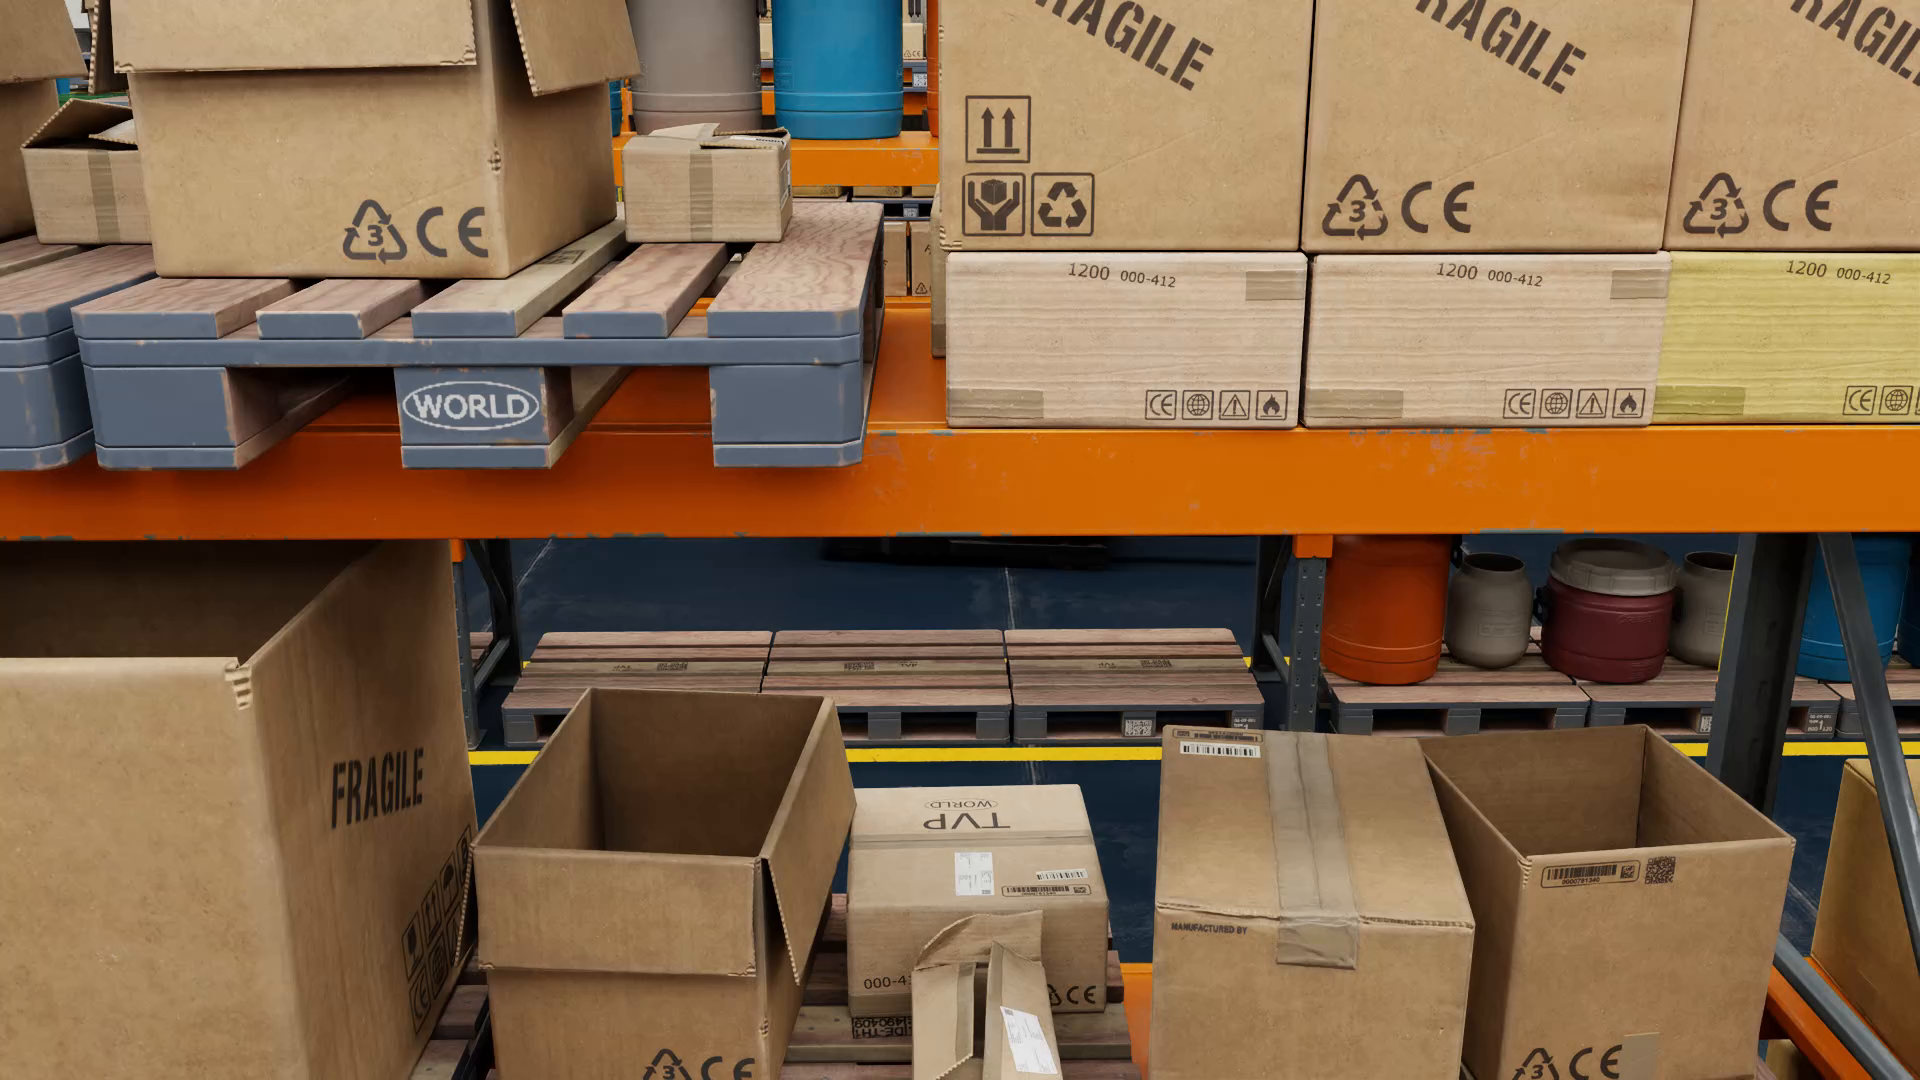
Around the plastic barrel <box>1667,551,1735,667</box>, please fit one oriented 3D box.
[{"bbox_3d":[3.806,0.349,8.435,0.421,0.512,0.421,0,18,0],"label":"plastic barrel"}]

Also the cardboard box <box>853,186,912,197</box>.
[{"bbox_3d":[-0.805,-3.862,17.291,0.500,0.500,0.700,2,18,7],"label":"cardboard box"}]

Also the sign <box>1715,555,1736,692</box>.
[{"bbox_3d":[1.691,0.199,3.621,0.005,0.325,0.100,0,18,-1],"label":"sign"}]

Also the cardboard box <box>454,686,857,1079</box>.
[{"bbox_3d":[-0.565,0.653,3.243,0.637,0.503,0.797,2,18,5],"label":"cardboard box"}]

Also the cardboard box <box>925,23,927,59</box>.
[{"bbox_3d":[0.002,-3.636,12.118,0.500,0.250,0.500,-1,18,-2],"label":"cardboard box"}]

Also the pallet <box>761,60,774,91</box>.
[{"bbox_3d":[-1.567,-3.432,12.238,1.217,0.209,0.805,-1,18,-3],"label":"pallet"}]

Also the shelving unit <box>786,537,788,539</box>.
[{"bbox_3d":[-1.022,-0.533,10.990,0.252,1.050,0.215,2,18,5],"label":"shelving unit"}]

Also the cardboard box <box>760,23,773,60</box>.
[{"bbox_3d":[-1.284,-3.647,12.152,0.500,0.250,0.500,-2,18,-6],"label":"cardboard box"}]

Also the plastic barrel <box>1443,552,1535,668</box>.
[{"bbox_3d":[2.677,0.354,8.418,0.421,0.512,0.421,0,18,0],"label":"plastic barrel"}]

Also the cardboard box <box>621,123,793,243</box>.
[{"bbox_3d":[-0.423,-0.617,2.846,0.250,0.166,0.380,-1,18,-2],"label":"cardboard box"}]

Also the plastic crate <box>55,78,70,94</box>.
[{"bbox_3d":[-4.472,-2.076,7.724,0.575,0.384,0.392,0,18,-1],"label":"plastic crate"}]

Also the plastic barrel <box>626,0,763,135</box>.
[{"bbox_3d":[-1.216,-2.312,7.614,0.600,0.901,0.600,0,18,0],"label":"plastic barrel"}]

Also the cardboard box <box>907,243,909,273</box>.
[{"bbox_3d":[-0.336,-2.988,17.596,0.500,0.250,0.500,0,18,-1],"label":"cardboard box"}]

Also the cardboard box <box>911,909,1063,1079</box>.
[{"bbox_3d":[0.040,0.874,2.943,0.258,0.266,0.396,-1,18,-2],"label":"cardboard box"}]

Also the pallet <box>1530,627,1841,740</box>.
[{"bbox_3d":[3.629,0.713,8.478,1.213,0.211,1.003,0,18,-1],"label":"pallet"}]

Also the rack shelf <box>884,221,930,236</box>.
[{"bbox_3d":[-0.531,-3.266,17.497,4.000,0.370,1.077,0,18,-1],"label":"rack shelf"}]

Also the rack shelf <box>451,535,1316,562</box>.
[{"bbox_3d":[-0.375,-0.241,8.065,4.000,0.370,1.077,0,18,-1],"label":"rack shelf"}]

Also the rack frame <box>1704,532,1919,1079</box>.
[{"bbox_3d":[1.703,0.920,3.269,0.127,3.000,1.000,0,18,-1],"label":"rack frame"}]

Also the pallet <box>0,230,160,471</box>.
[{"bbox_3d":[-1.677,-0.370,2.687,1.003,0.211,1.213,0,18,-1],"label":"pallet"}]

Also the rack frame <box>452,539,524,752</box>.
[{"bbox_3d":[-2.375,-0.574,7.925,0.127,3.000,1.000,0,18,-1],"label":"rack frame"}]

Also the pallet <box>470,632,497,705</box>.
[{"bbox_3d":[-3.047,0.745,8.380,1.213,0.211,1.003,0,18,-1],"label":"pallet"}]

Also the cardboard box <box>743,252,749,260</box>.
[{"bbox_3d":[-1.573,-2.083,12.849,0.258,0.266,0.396,-1,18,-2],"label":"cardboard box"}]

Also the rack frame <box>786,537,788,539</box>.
[{"bbox_3d":[-1.144,-0.536,11.001,0.008,1.050,0.200,2,18,5],"label":"rack frame"}]

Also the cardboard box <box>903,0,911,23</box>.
[{"bbox_3d":[-0.750,-5.259,16.770,0.500,0.500,0.500,-1,18,-3],"label":"cardboard box"}]

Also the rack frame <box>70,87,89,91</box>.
[{"bbox_3d":[-6.449,-2.067,12.581,0.127,3.000,1.000,0,18,-1],"label":"rack frame"}]

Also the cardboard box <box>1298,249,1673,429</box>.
[{"bbox_3d":[0.736,-0.353,2.573,0.500,0.250,0.500,0,18,-1],"label":"cardboard box"}]

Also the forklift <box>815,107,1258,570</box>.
[{"bbox_3d":[0.620,-1.378,10.544,3.031,2.935,1.130,2,18,5],"label":"forklift"}]

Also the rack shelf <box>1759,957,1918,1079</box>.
[{"bbox_3d":[3.703,1.253,3.409,4.000,0.370,1.077,0,18,-1],"label":"rack shelf"}]

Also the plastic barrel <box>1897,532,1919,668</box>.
[{"bbox_3d":[5.080,0.185,8.309,0.708,0.901,0.600,0,18,-1],"label":"plastic barrel"}]

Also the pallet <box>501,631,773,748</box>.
[{"bbox_3d":[-1.590,0.739,8.399,1.213,0.211,1.003,0,18,-1],"label":"pallet"}]

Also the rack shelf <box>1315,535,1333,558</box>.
[{"bbox_3d":[3.625,-0.260,8.125,4.000,0.370,1.077,0,18,-1],"label":"rack shelf"}]

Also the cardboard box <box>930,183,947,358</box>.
[{"bbox_3d":[0.202,-0.505,3.045,0.500,0.250,0.500,0,18,0],"label":"cardboard box"}]

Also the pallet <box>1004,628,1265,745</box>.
[{"bbox_3d":[0.850,0.727,8.436,1.213,0.211,1.003,0,18,-1],"label":"pallet"}]

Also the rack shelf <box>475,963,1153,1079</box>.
[{"bbox_3d":[-0.297,1.272,3.349,4.000,0.370,1.077,0,18,-1],"label":"rack shelf"}]

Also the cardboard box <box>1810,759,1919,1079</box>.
[{"bbox_3d":[2.193,0.794,3.497,0.500,0.500,0.500,0,18,1],"label":"cardboard box"}]

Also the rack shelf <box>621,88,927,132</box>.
[{"bbox_3d":[-0.449,-3.182,12.323,4.000,0.370,1.077,0,18,-1],"label":"rack shelf"}]

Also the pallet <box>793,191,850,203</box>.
[{"bbox_3d":[-1.764,-3.467,17.259,1.213,0.211,1.003,0,18,-1],"label":"pallet"}]

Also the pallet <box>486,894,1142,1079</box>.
[{"bbox_3d":[-0.276,1.033,3.230,1.213,0.211,1.003,0,18,-1],"label":"pallet"}]

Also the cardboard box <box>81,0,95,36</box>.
[{"bbox_3d":[-5.874,-3.813,12.026,0.637,0.503,0.797,1,18,3],"label":"cardboard box"}]

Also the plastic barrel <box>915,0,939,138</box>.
[{"bbox_3d":[0.146,-2.285,7.646,0.708,0.830,0.600,0,18,-1],"label":"plastic barrel"}]

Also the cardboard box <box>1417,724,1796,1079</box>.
[{"bbox_3d":[1.164,0.687,3.144,0.500,0.500,0.500,-2,18,-8],"label":"cardboard box"}]

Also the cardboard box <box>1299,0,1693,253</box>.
[{"bbox_3d":[0.718,-0.710,2.456,0.500,0.500,0.500,0,18,-1],"label":"cardboard box"}]

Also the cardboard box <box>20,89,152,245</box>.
[{"bbox_3d":[-1.358,-0.660,2.817,0.258,0.266,0.396,0,18,1],"label":"cardboard box"}]

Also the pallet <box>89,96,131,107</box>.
[{"bbox_3d":[-3.094,-1.879,7.392,1.003,0.211,1.213,0,18,-1],"label":"pallet"}]

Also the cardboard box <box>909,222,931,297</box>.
[{"bbox_3d":[-0.127,-2.140,12.645,0.500,0.500,0.500,-1,18,-4],"label":"cardboard box"}]
